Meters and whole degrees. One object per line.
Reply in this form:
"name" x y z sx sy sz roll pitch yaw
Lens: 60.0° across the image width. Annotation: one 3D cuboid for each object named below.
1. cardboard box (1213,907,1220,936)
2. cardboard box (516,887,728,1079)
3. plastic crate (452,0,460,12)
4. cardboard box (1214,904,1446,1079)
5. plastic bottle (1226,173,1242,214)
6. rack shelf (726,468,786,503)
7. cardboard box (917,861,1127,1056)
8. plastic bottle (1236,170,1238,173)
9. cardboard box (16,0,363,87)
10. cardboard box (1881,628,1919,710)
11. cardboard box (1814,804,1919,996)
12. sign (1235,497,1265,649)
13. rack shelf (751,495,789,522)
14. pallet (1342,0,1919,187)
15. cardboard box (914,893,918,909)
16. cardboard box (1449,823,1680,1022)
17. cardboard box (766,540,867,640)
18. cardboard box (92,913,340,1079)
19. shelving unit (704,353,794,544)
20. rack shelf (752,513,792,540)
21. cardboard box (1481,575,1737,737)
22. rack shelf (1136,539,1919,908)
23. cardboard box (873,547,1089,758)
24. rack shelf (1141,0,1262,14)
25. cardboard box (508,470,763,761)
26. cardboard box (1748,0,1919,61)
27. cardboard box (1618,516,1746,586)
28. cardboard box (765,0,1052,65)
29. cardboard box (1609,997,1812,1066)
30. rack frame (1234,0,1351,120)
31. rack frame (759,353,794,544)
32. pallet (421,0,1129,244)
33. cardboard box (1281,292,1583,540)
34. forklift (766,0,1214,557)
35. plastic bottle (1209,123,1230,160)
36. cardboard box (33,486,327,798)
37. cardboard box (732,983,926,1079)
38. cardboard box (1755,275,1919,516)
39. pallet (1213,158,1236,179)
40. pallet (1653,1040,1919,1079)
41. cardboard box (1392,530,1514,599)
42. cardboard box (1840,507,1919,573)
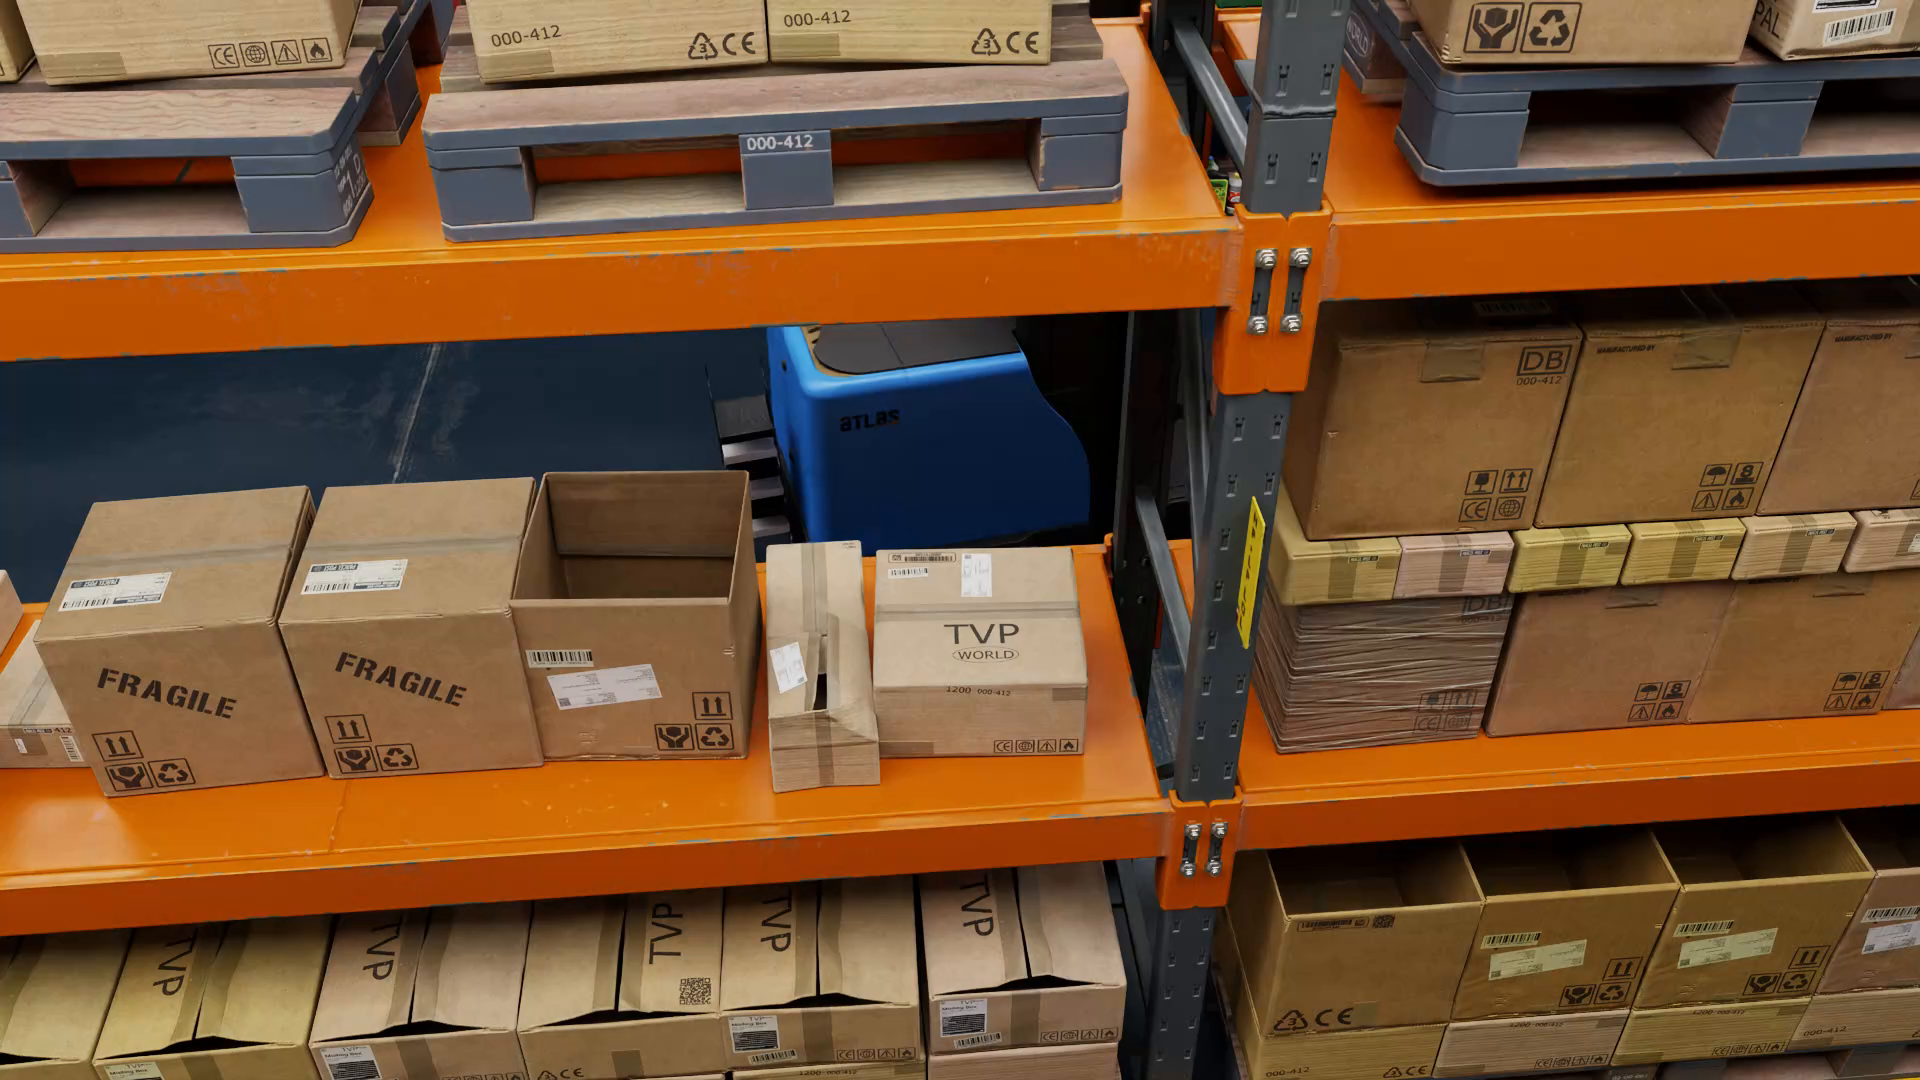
"cardboard box" 0.972 0.912 5.054 0.500 0.250 0.500 -3 38 -4
"cardboard box" -0.864 1.109 4.351 0.500 0.311 0.500 -3 38 -4
"plastic crate" -2.254 -2.605 7.578 0.583 0.464 0.402 -3 38 -4
"cardboard box" 1.018 1.234 4.646 0.500 0.250 0.500 -3 38 -4
"plastic bottle" 1.407 -1.773 8.479 0.097 0.201 0.097 0 38 0
"rack shelf" -0.785 -0.227 6.354 0.200 0.077 0.258 -11 39 -7
"cardboard box" 0.151 1.051 4.425 0.500 0.311 0.500 -3 38 -4
"plastic bottle" 1.508 -1.914 8.599 0.135 0.276 0.152 -3 38 -4
"cardboard box" -1.381 -1.059 3.031 0.500 0.250 0.500 -6 39 -8
"cardboard box" 2.505 0.003 4.244 0.500 0.500 0.700 -2 38 -3
"cardboard box" 2.513 0.862 4.512 0.500 0.500 0.500 -3 38 -4
"sign" 0.587 0.068 3.371 0.005 0.325 0.100 -3 38 -4
"rack shelf" -0.778 -0.157 6.411 0.200 0.077 0.258 -11 39 -7
"pallet" 1.376 -1.048 3.307 1.213 0.211 1.003 -3 38 -4
"cardboard box" 0.105 0.941 5.016 0.500 0.250 0.500 -4 38 -5
"cardboard box" 1.516 0.913 4.447 0.500 0.500 0.500 -3 38 -4
"cardboard box" -0.372 0.178 4.305 0.250 0.149 0.380 -3 38 -4
"cardboard box" -1.877 1.163 4.282 0.500 0.311 0.500 -4 38 -5
"shelving unit" -0.787 -0.253 6.333 0.210 0.900 0.258 -11 39 -7
"rack shelf" -0.772 -0.087 6.467 0.200 0.077 0.258 -11 39 -7
"cardboard box" 1.495 0.057 4.176 0.500 0.500 0.700 -4 38 -4
"rack shelf" 2.521 0.330 4.491 4.000 0.370 1.077 -3 38 -4
"cardboard box" 0.043 0.270 4.107 0.500 0.250 0.500 -1 38 -1
"rack shelf" 2.086 -2.726 8.365 4.000 0.370 1.077 -3 38 -4
"cardboard box" -0.762 0.179 4.021 0.500 0.500 0.500 -1 38 -1
"cardboard box" 1.592 -1.100 2.920 0.500 0.311 0.500 -5 39 -6
"cardboard box" 1.582 -0.076 3.821 0.250 0.149 0.380 -3 38 -4
"cardboard box" -0.086 -1.098 3.081 0.500 0.250 0.500 1 38 1
"cardboard box" 2.015 1.185 4.707 0.500 0.250 0.500 -3 38 -4
"rack frame" 0.529 -2.198 2.271 0.127 3.000 1.000 -3 38 -4
"rack frame" -0.688 -0.271 6.345 0.006 0.900 0.240 -11 39 -7
"pallet" -0.348 -0.889 3.188 1.217 0.209 0.805 -5 39 -6
"cardboard box" 0.971 -0.420 3.732 0.500 0.500 0.700 -3 38 -4
"forklift" 0.797 -1.356 6.103 3.031 2.935 1.130 -9 39 -12
"plastic bottle" 1.395 -2.188 8.939 0.133 0.283 0.061 -3 38 -4
"cardboard box" -1.785 0.235 3.949 0.500 0.500 0.500 -5 39 -6
"cardboard box" -0.362 1.300 4.561 0.500 0.250 0.500 -4 38 -5
"cardboard box" 1.973 -0.475 3.802 0.500 0.500 0.700 -3 38 -4
"pallet" 1.985 -1.884 8.968 1.213 0.211 1.003 -3 38 -4
"pallet" 2.543 1.165 5.103 1.213 0.211 1.003 -3 38 -4
"cardboard box" 1.064 -0.046 3.782 0.250 0.149 0.380 -3 38 -3
"cardboard box" 2.097 -0.105 3.857 0.250 0.149 0.380 -4 38 -5
